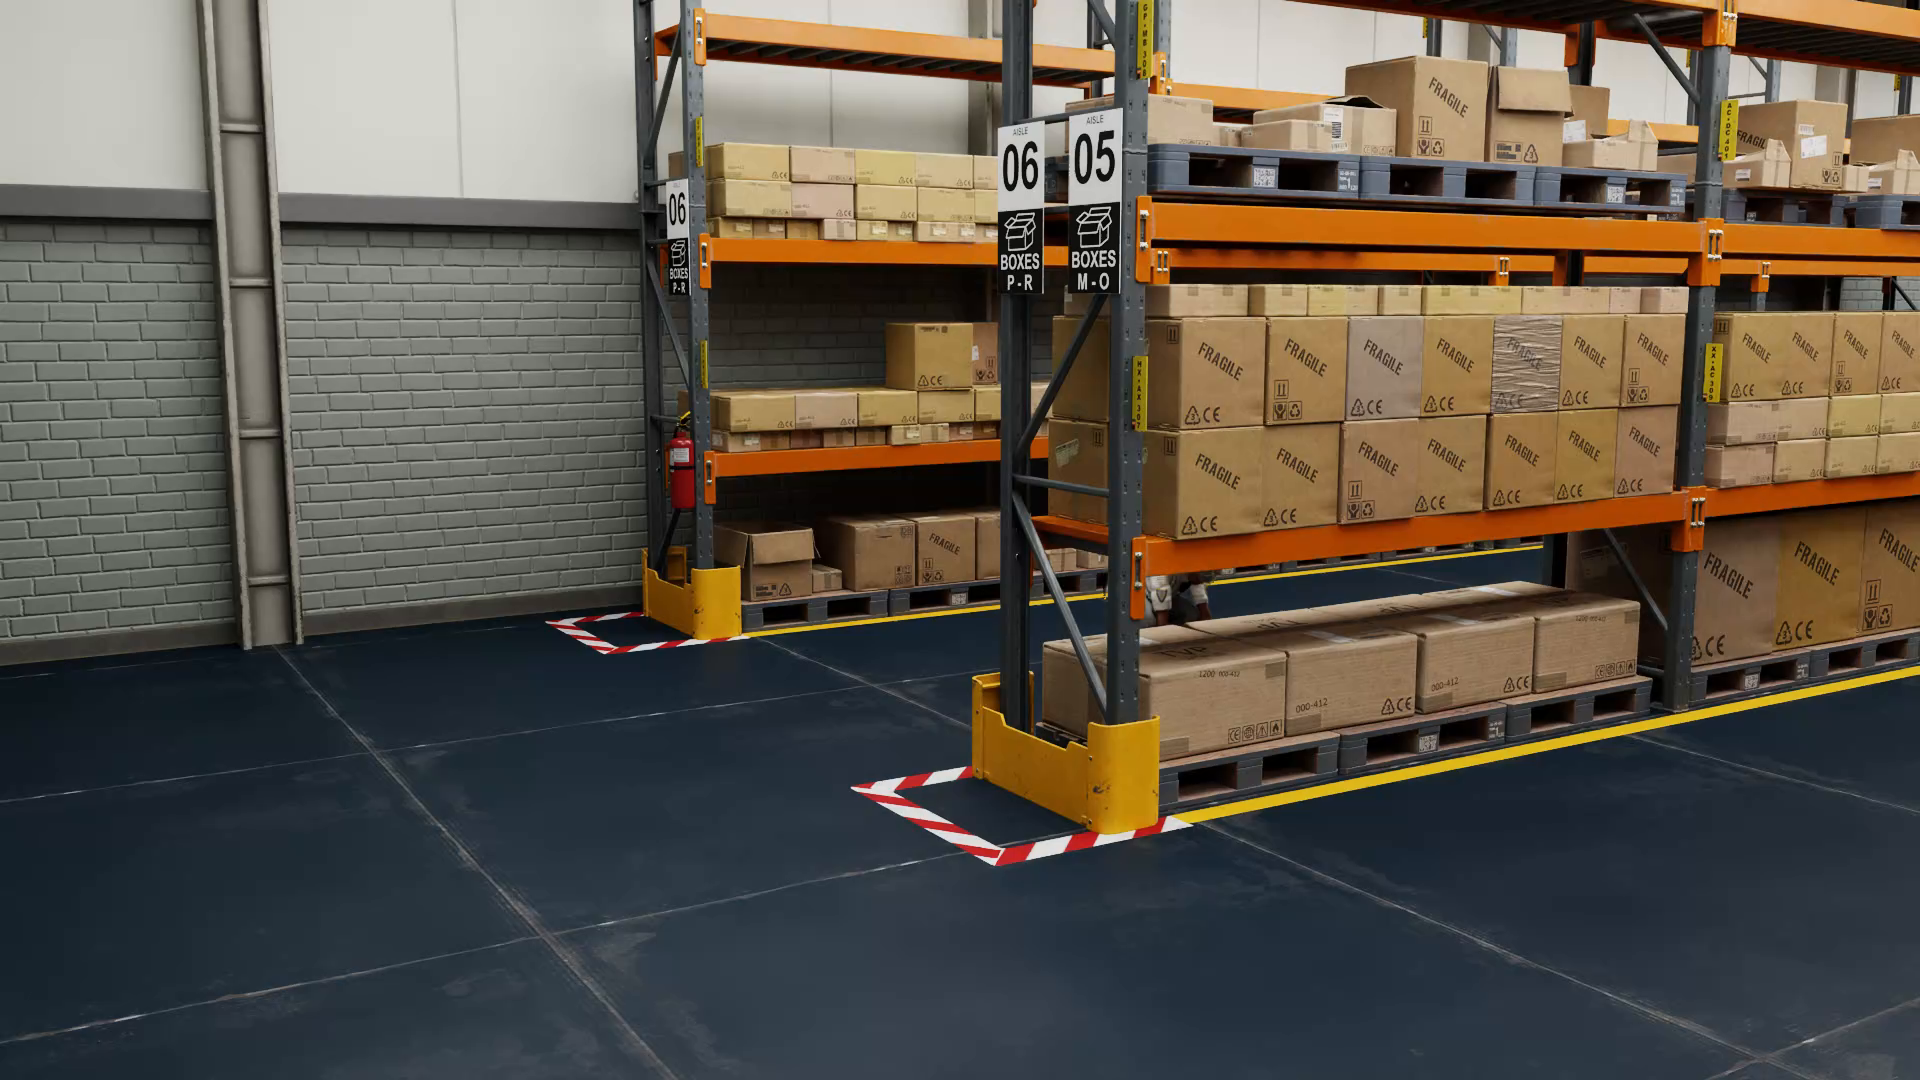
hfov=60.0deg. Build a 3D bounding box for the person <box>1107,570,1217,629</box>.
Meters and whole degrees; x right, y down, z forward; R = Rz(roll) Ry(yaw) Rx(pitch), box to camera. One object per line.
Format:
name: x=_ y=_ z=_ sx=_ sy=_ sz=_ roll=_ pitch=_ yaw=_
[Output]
person: x=1.326 y=0.416 z=10.732 sx=0.472 sy=0.877 sz=0.864 roll=-5 pitch=10 yaw=-31
